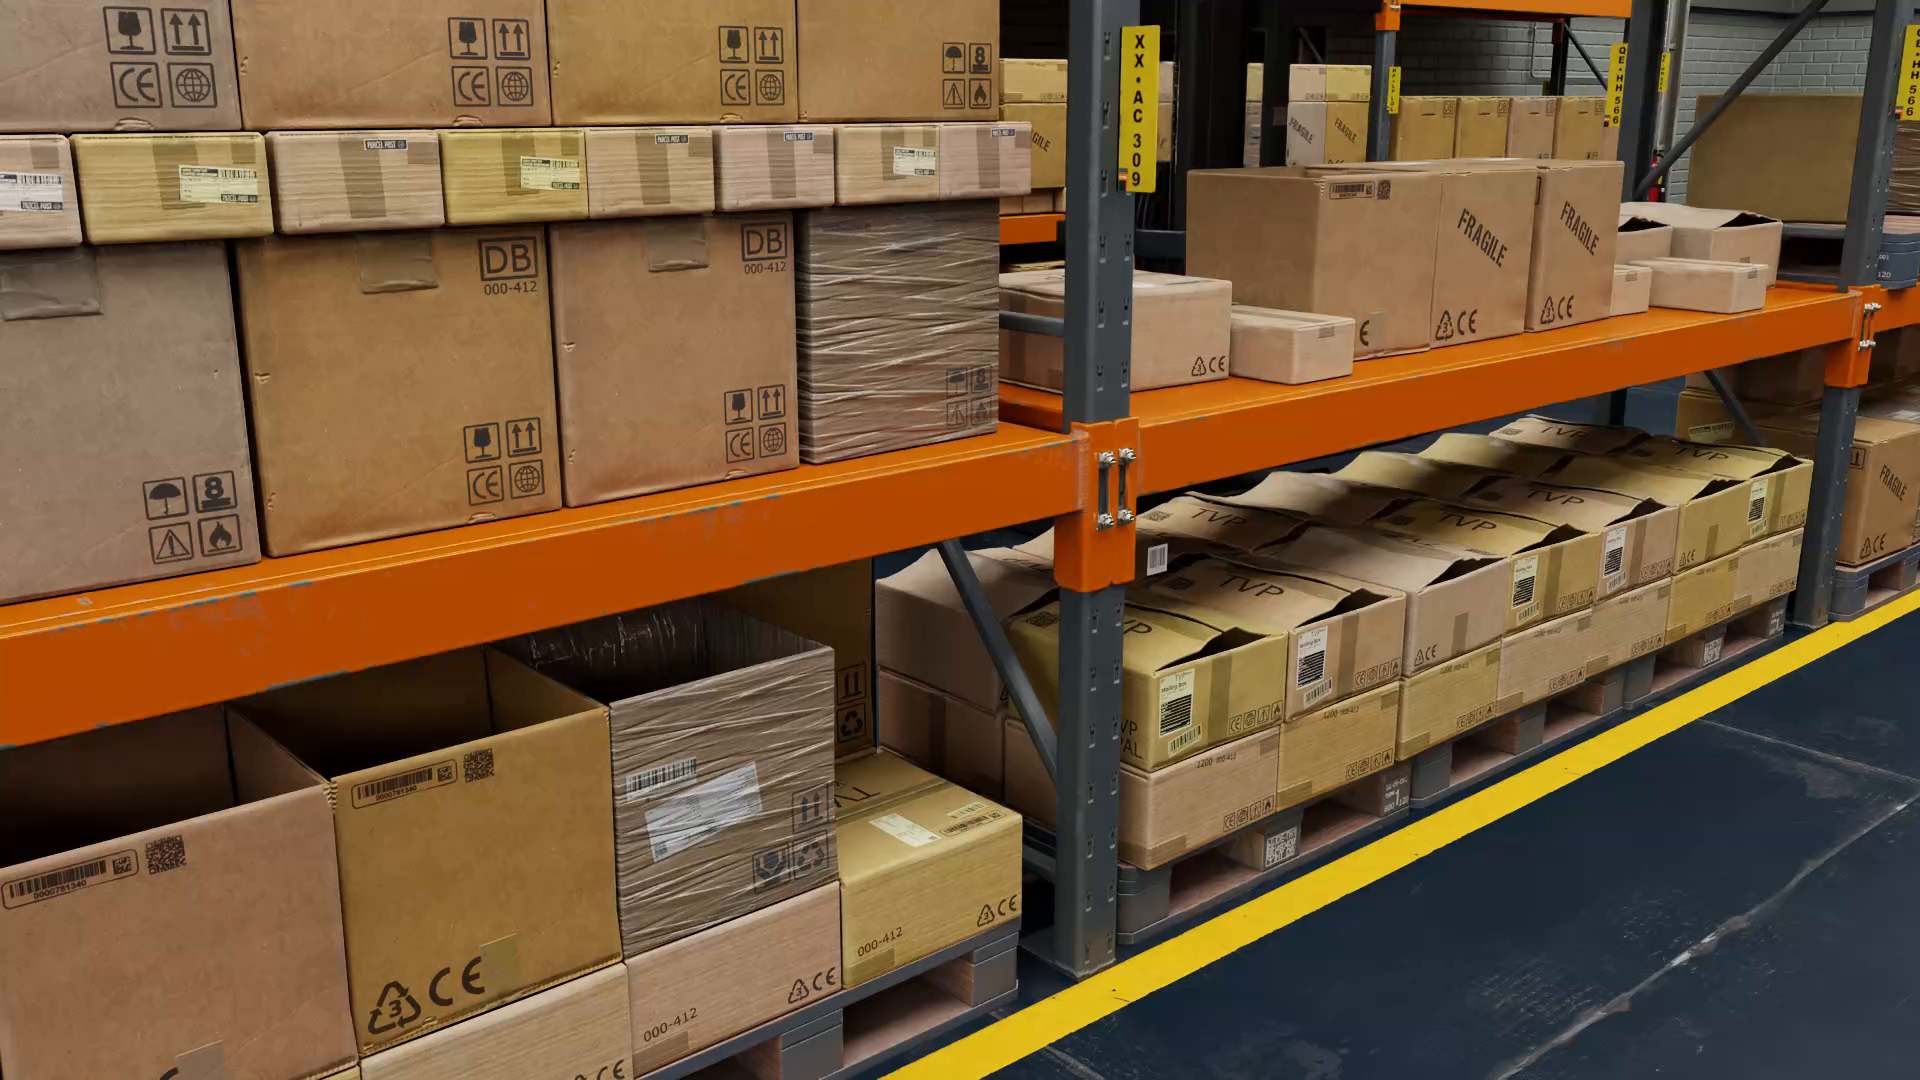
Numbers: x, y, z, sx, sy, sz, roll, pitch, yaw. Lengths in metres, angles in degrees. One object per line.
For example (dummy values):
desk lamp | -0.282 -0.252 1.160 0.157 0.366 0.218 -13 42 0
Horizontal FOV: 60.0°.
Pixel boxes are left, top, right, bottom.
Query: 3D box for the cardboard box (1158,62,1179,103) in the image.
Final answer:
cardboard box | 1.051 -2.932 10.653 0.500 0.250 0.500 -12 19 -39

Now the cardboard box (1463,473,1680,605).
cardboard box | 2.011 -0.036 5.498 0.500 0.311 0.500 -13 20 -40

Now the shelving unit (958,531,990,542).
shelving unit | -0.011 -0.577 7.586 0.189 1.200 0.258 -13 19 -39

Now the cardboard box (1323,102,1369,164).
cardboard box | 2.595 -2.917 12.049 0.500 0.500 0.500 -13 20 -40

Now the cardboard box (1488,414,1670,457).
cardboard box | 2.427 -0.315 6.544 0.500 0.311 0.500 -12 19 -38

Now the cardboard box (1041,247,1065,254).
cardboard box | 1.066 -1.575 11.187 0.750 0.750 0.750 -13 20 -40

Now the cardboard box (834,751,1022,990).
cardboard box | -0.209 0.723 3.745 0.500 0.250 0.500 -13 19 -39

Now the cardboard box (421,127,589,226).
cardboard box | -0.836 -0.625 2.828 0.250 0.149 0.380 -13 20 -40

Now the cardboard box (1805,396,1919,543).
cardboard box | 3.937 -0.317 7.116 0.500 0.500 0.500 -14 20 -41

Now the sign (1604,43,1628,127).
sign | 2.651 -1.826 6.684 0.005 0.325 0.100 -13 19 -39

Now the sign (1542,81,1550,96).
sign | 5.435 -4.086 15.402 0.005 0.325 0.100 -13 19 -39

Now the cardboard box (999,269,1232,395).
cardboard box | 0.340 -0.543 4.261 0.500 0.250 0.500 -11 19 -36

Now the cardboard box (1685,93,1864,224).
cardboard box | 3.416 -1.581 6.849 0.700 0.500 0.500 8 17 28

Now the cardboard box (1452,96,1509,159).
cardboard box | 3.752 -3.199 13.331 0.700 0.700 0.980 -13 20 -41

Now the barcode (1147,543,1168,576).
barcode | 0.463 0.046 3.898 0.075 0.075 0.001 -13 19 -39

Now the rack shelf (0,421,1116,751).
rack shelf | -1.512 0.163 2.722 4.000 0.370 1.077 -13 19 -39

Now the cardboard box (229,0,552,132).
cardboard box | -1.092 -0.952 2.792 0.500 0.500 0.700 -13 20 -39

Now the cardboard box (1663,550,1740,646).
cardboard box | 2.391 0.149 5.894 0.500 0.250 0.500 -13 20 -40

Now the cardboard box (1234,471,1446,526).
cardboard box | 1.262 -0.051 5.557 0.500 0.311 0.500 -13 20 -40

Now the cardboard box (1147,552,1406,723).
cardboard box | 0.853 0.226 4.520 0.500 0.311 0.500 -13 20 -40

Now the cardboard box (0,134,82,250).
cardboard box | -1.423 -0.492 2.330 0.250 0.149 0.380 -12 19 -39

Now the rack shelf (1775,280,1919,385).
rack shelf | 4.523 -1.192 7.795 4.000 0.370 1.077 -13 19 -39

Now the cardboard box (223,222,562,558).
cardboard box | -1.108 -0.321 2.944 0.500 0.500 0.700 -12 19 -39

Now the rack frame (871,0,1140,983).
rack frame | -0.003 -0.523 3.897 0.127 3.000 1.000 -13 19 -39

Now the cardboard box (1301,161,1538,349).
cardboard box | 1.362 -0.873 5.011 0.500 0.500 0.500 -13 19 -39

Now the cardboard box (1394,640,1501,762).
cardboard box | 1.239 0.407 4.927 0.500 0.250 0.500 -13 20 -41

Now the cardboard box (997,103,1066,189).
cardboard box | 0.294 -2.399 10.110 0.500 0.500 0.500 -12 19 -38

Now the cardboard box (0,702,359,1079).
cardboard box | -1.337 0.616 2.692 0.500 0.500 0.500 -13 19 -39

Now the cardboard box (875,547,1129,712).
cardboard box | 0.114 0.207 4.591 0.500 0.311 0.500 -13 19 -39

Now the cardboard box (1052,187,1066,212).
cardboard box | 0.612 -2.133 10.372 0.250 0.149 0.380 -12 19 -38

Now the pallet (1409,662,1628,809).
pallet | 1.448 0.484 5.531 1.213 0.211 1.003 -13 19 -39

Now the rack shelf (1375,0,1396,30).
rack shelf | 1.269 -3.605 11.016 4.000 0.370 1.077 -13 19 -39

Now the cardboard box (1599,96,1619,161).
cardboard box | 5.417 -3.577 14.746 0.700 0.700 0.980 -12 19 -37

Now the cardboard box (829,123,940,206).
cardboard box | -0.255 -0.756 3.317 0.250 0.149 0.380 -13 20 -41

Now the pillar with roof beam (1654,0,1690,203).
pillar with roof beam | 10.090 -6.206 13.547 0.400 9.000 9.100 -13 19 -39

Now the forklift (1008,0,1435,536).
forklift | 1.339 -1.671 8.328 3.031 2.935 1.130 -11 19 -37

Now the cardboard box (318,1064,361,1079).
cardboard box | -1.337 0.978 2.789 0.500 0.250 0.500 -13 19 -39

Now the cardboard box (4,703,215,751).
cardboard box | -1.689 0.512 3.082 0.500 0.500 0.500 -13 19 -39

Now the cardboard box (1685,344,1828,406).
cardboard box | 3.606 -0.783 7.406 0.500 0.250 0.500 -12 19 -37

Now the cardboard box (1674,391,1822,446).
cardboard box | 3.566 -0.410 7.464 0.500 0.500 0.500 -12 19 -37

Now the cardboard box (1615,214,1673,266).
cardboard box | 2.213 -1.044 6.020 0.500 0.311 0.500 -13 20 -40

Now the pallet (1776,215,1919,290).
pallet | 3.480 -1.237 6.940 1.003 0.211 1.213 -13 19 -39
